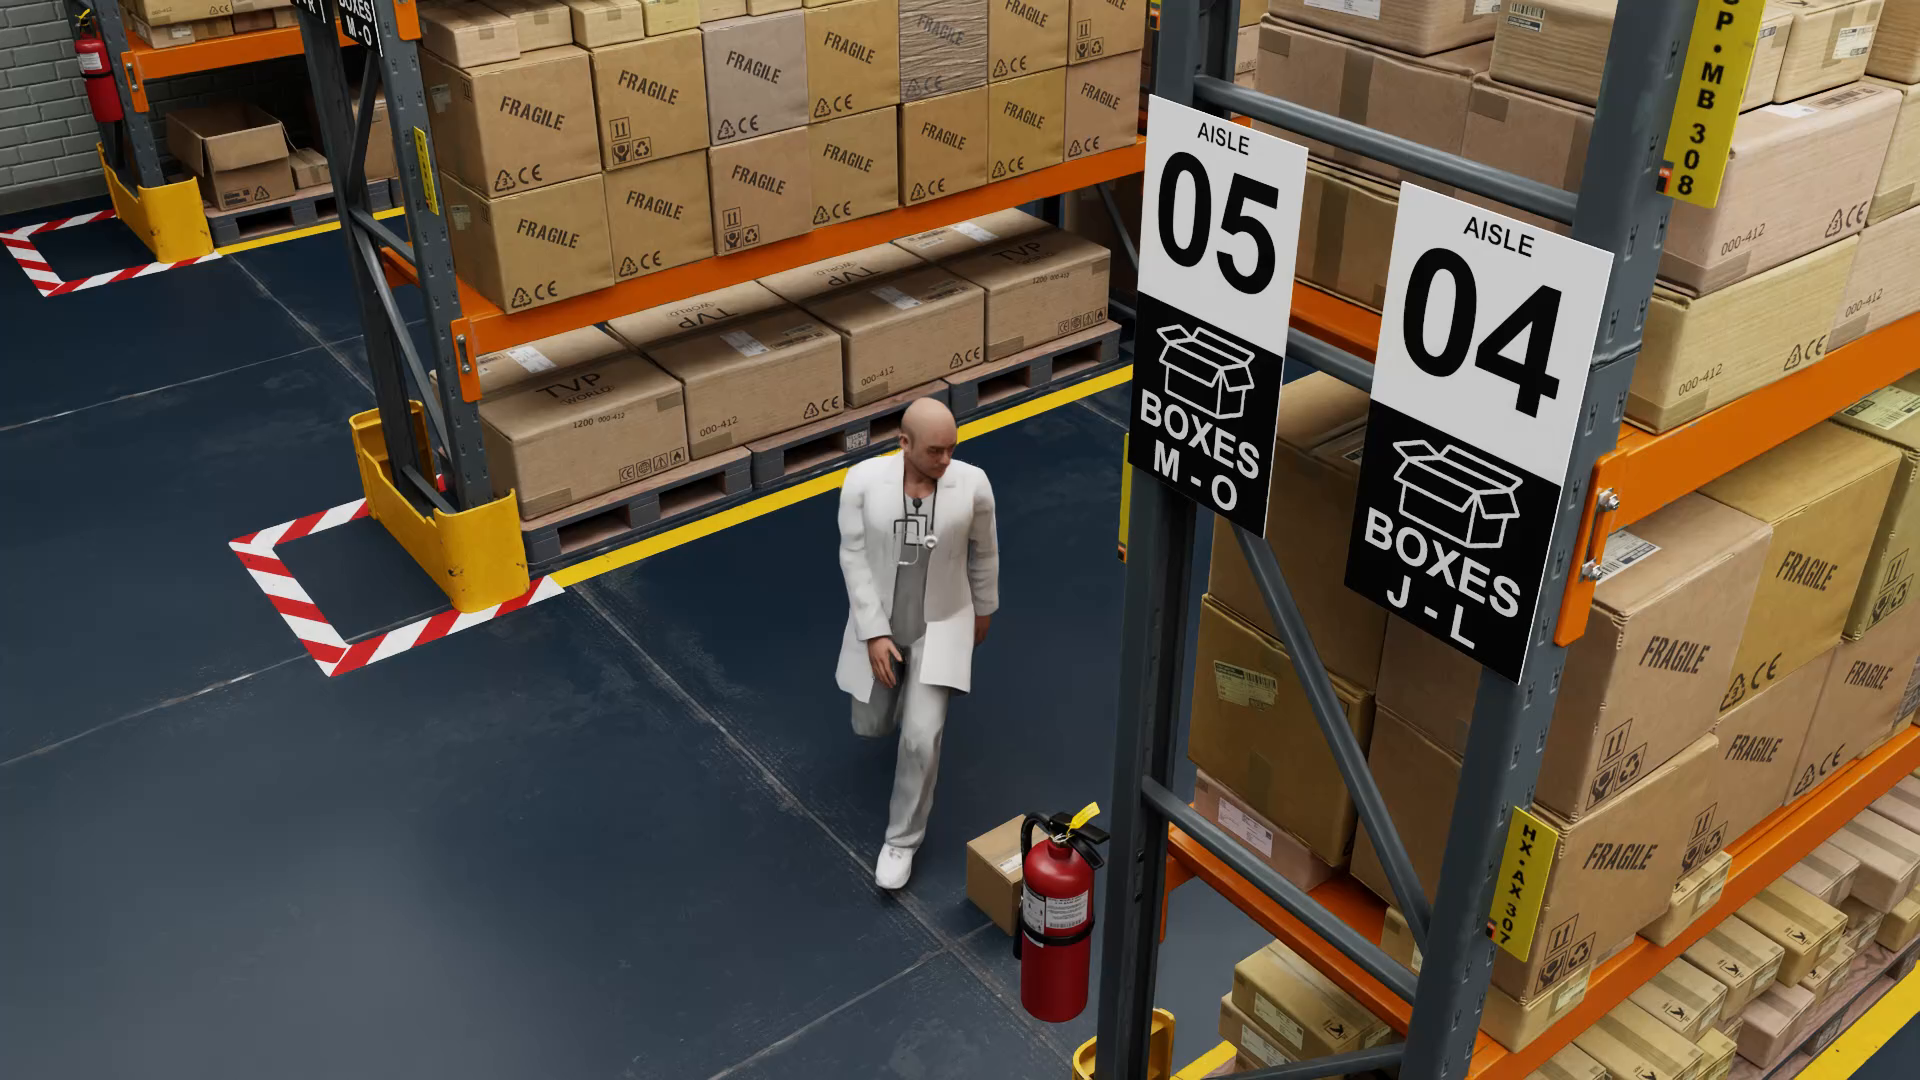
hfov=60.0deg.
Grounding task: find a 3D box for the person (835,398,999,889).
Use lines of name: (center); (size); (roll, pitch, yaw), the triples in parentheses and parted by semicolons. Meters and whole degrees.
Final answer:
person: (8.386, 0.677, 5.164); (17.732, 1.636, 1.042); (3, 32, 4)
